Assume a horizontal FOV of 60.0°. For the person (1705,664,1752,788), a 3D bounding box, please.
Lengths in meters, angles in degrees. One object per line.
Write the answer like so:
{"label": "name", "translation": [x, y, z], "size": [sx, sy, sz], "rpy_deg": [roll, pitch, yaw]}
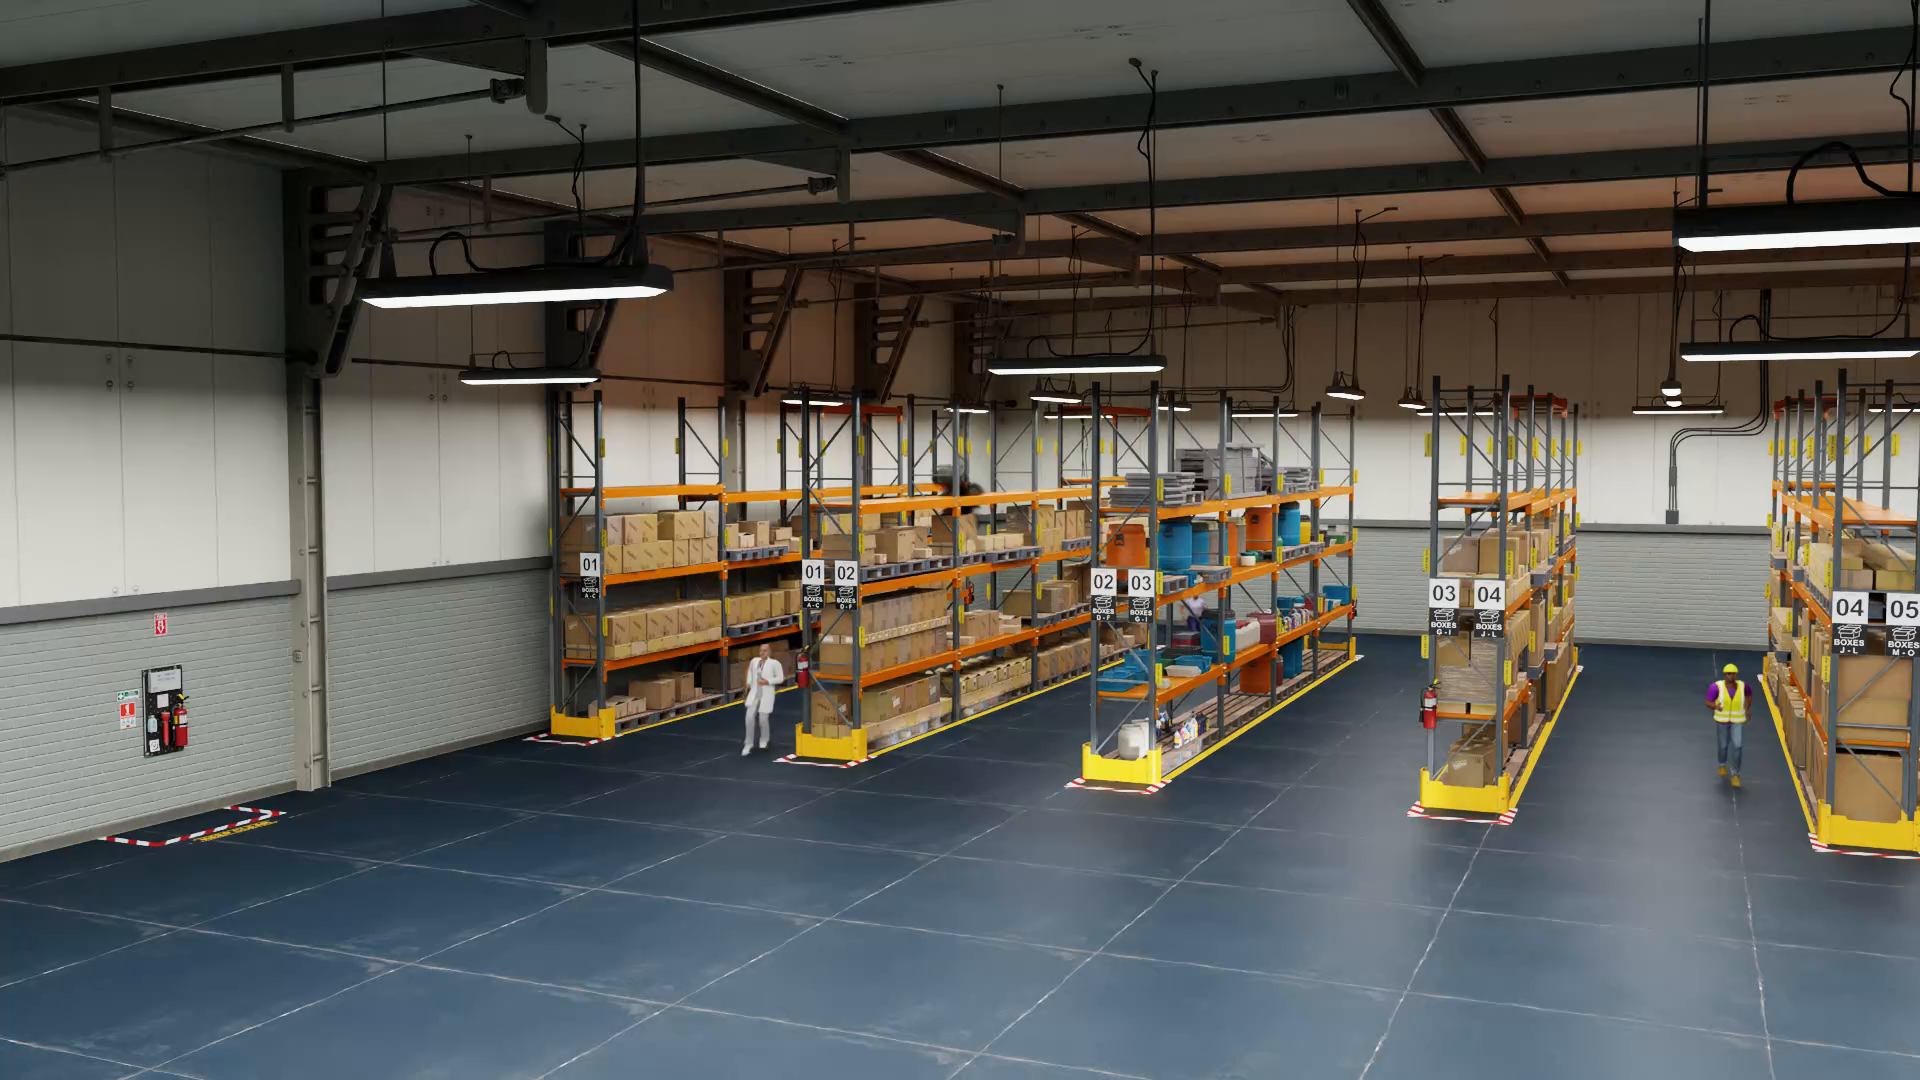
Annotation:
{"label": "person", "translation": [11.502, 2.734, 24.894], "size": [0.640, 1.796, 0.890], "rpy_deg": [1, 3, 24]}

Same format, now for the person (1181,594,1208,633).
{"label": "person", "translation": [5.658, 1.972, 40.014], "size": [0.649, 1.635, 0.726], "rpy_deg": [0, 3, -1]}

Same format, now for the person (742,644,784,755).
{"label": "person", "translation": [-3.249, 2.610, 27.448], "size": [0.711, 1.803, 0.888], "rpy_deg": [1, 3, 14]}
